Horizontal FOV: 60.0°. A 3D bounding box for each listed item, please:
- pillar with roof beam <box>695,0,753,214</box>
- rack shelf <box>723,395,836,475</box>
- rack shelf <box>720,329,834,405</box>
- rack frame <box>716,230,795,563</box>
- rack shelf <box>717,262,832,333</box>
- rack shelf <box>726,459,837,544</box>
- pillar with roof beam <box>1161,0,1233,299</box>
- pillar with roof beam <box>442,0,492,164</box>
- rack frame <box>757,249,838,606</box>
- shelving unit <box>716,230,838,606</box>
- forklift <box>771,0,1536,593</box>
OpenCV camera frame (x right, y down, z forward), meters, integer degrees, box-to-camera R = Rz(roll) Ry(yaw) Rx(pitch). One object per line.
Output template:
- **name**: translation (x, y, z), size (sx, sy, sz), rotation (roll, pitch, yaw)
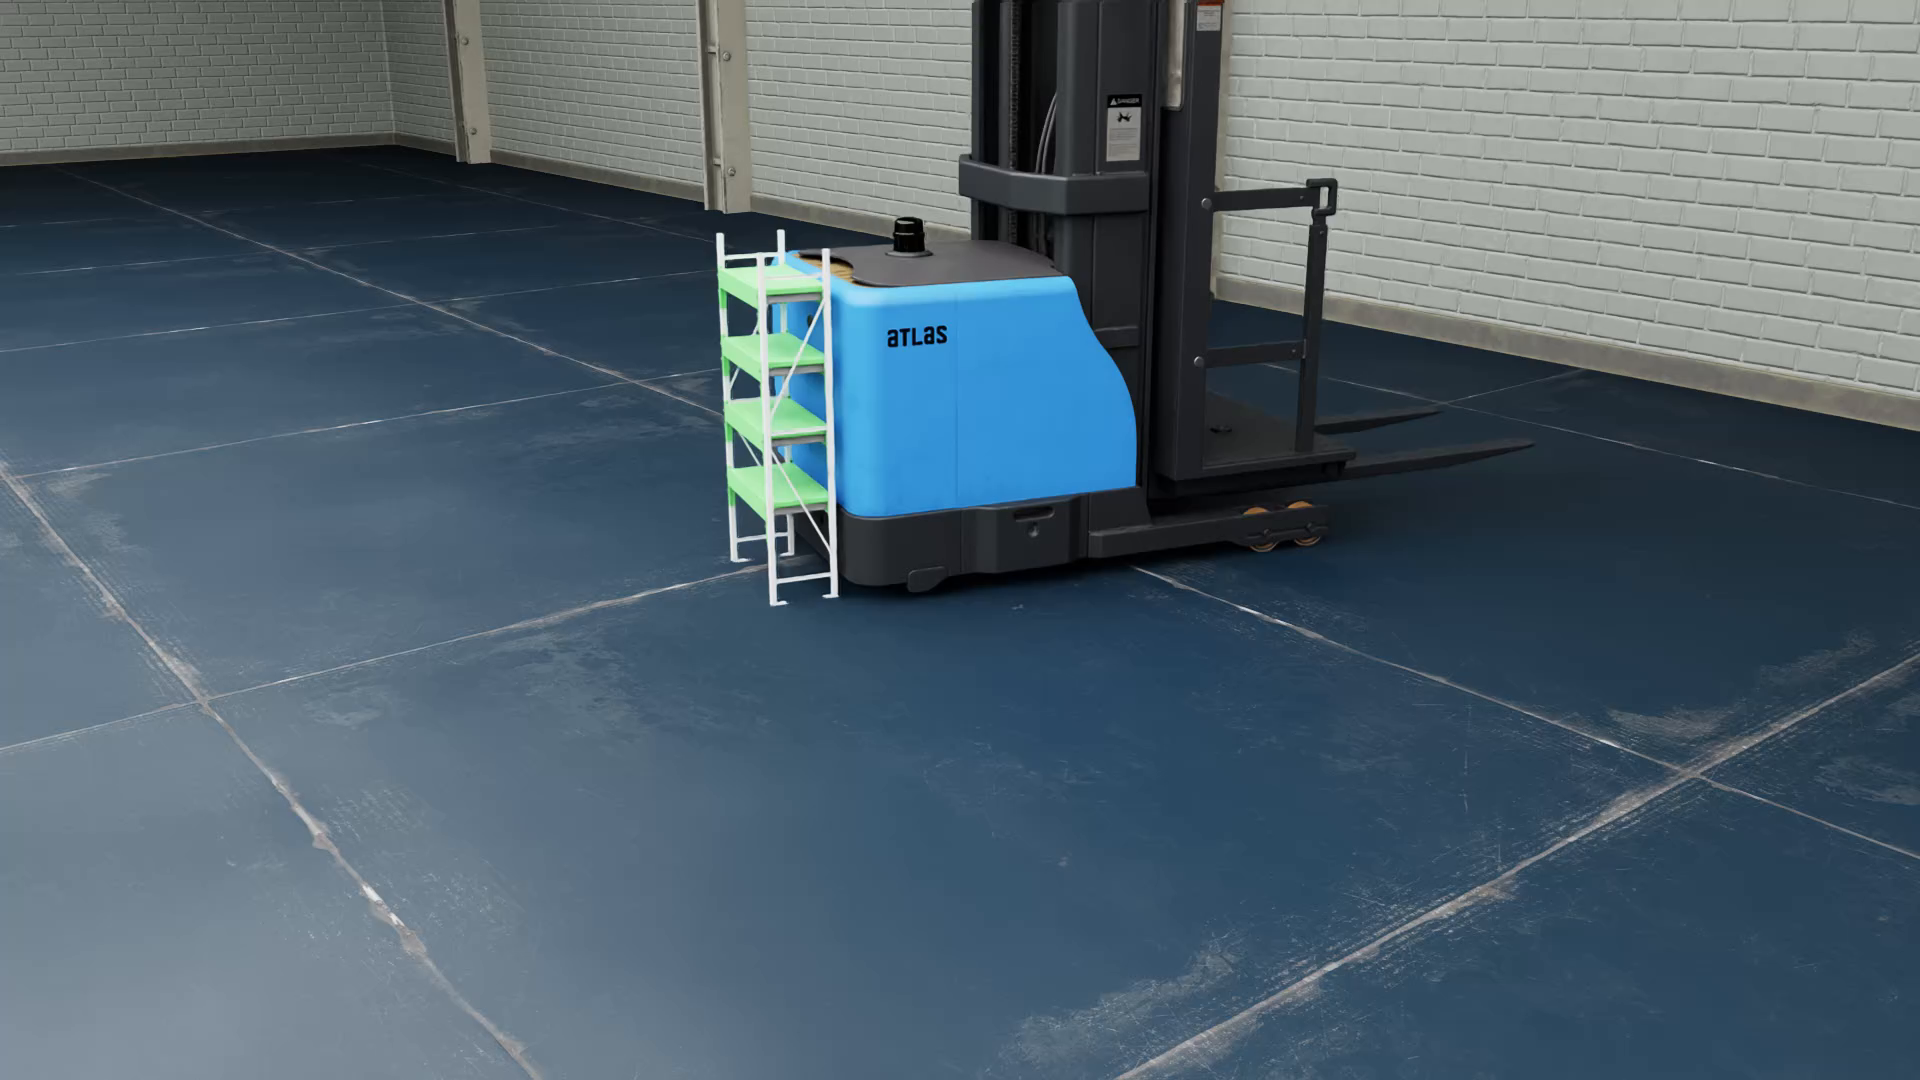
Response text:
- **pillar with roof beam**: translation (-5.577, -6.576, 11.906), size (9.100, 9.000, 0.400), rotation (-14, 23, -36)
- **rack shelf**: translation (-0.632, -0.370, 5.775), size (0.258, 0.148, 0.480), rotation (-8, 20, -22)
- **rack shelf**: translation (-0.632, -0.598, 5.699), size (0.258, 0.148, 0.480), rotation (-8, 20, -22)
- **rack frame**: translation (-0.728, -0.501, 5.968), size (0.240, 1.200, 0.015), rotation (-8, 20, -22)
- **rack shelf**: translation (-0.632, -0.826, 5.624), size (0.258, 0.148, 0.480), rotation (-8, 20, -22)
- **rack shelf**: translation (-0.632, -0.142, 5.850), size (0.258, 0.148, 0.480), rotation (-8, 20, -22)
- **pillar with roof beam**: translation (-1.851, -5.097, 7.441), size (9.100, 9.000, 0.400), rotation (-14, 23, -36)
- **pillar with roof beam**: translation (-9.302, -8.054, 16.371), size (9.100, 9.000, 0.400), rotation (-14, 23, -36)
- **rack frame**: translation (-0.537, -0.360, 5.541), size (0.240, 1.200, 0.015), rotation (-8, 20, -22)
- **shelving unit**: translation (-0.632, -0.431, 5.754), size (0.258, 1.200, 0.503), rotation (-8, 20, -22)
- **forklift**: translation (0.850, -1.490, 6.200), size (3.031, 2.935, 1.130), rotation (-7, 20, -21)
